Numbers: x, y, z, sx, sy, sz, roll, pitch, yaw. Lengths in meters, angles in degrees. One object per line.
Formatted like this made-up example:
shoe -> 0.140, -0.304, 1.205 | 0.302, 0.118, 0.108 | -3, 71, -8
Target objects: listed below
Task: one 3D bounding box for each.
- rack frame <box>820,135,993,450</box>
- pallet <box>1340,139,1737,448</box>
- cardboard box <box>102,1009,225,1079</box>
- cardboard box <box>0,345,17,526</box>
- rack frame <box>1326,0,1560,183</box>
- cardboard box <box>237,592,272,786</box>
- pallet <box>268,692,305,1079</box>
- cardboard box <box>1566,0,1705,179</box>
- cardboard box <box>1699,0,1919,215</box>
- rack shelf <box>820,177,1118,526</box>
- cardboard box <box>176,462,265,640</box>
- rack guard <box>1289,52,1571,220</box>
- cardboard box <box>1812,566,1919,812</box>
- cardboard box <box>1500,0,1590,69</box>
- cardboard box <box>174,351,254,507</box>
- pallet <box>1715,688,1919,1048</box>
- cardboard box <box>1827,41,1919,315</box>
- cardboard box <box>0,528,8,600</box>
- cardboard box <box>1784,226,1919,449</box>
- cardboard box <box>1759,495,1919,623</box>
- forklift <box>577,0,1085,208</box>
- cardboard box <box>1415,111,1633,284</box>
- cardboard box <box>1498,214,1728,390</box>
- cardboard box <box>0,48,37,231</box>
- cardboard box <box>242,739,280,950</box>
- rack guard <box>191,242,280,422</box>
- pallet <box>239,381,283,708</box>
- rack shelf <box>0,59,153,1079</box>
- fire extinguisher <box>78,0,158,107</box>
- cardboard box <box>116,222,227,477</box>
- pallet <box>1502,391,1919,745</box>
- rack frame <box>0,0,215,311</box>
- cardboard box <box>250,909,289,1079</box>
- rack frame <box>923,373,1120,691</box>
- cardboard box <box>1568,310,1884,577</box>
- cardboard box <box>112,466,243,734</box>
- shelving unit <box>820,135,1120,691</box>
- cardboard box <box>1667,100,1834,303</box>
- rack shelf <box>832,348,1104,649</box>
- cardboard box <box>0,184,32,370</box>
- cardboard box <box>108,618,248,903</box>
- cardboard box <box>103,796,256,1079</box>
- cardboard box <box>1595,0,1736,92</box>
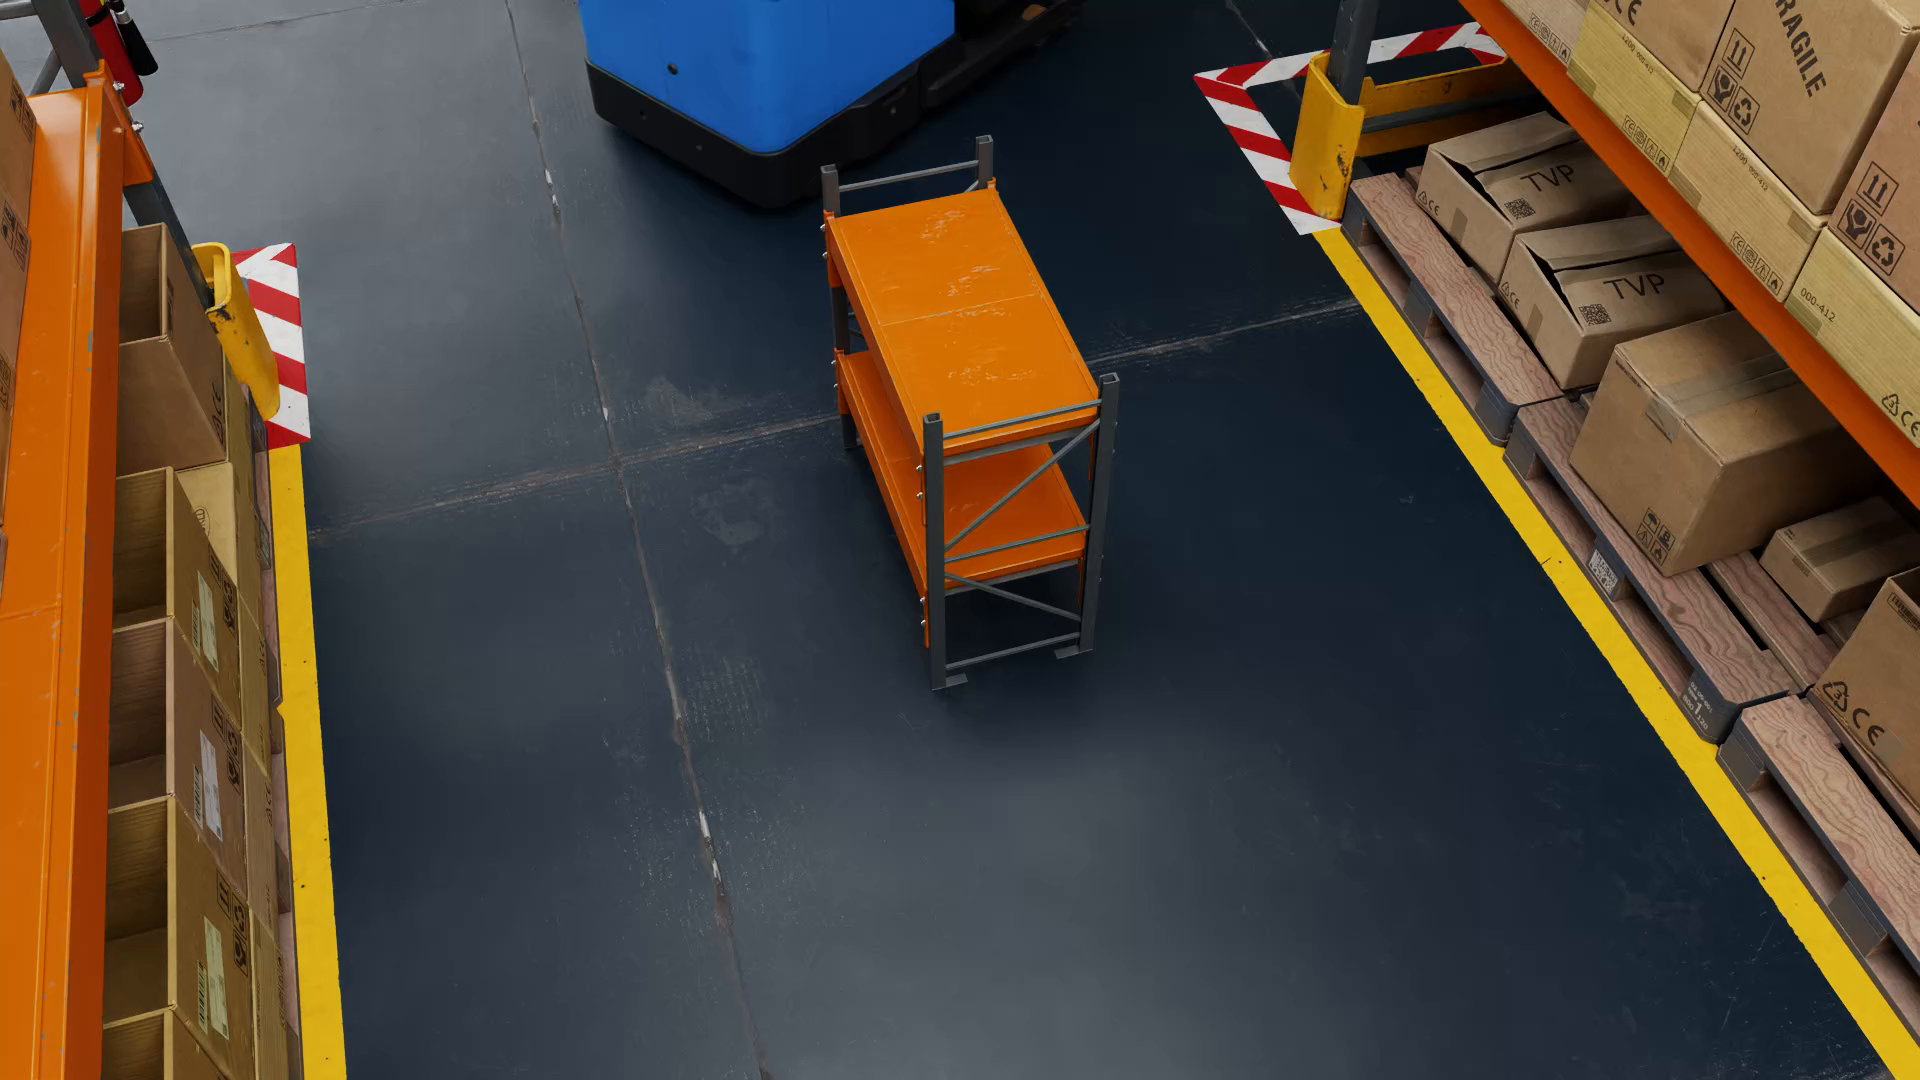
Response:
rack frame -> -0.148, -0.729, 5.129 | 0.500, 1.125, 0.032 | -13, 51, -11
pallet -> 2.072, -0.918, 5.886 | 1.003, 0.211, 1.213 | -13, 51, -11
cardboard box -> -1.698, 1.307, 3.220 | 0.500, 0.500, 0.500 | -13, 51, -11
cardboard box -> -2.461, -0.293, 3.470 | 0.700, 0.500, 0.500 | -13, 51, -11
rack frame -> 1.843, -2.474, 5.374 | 1.000, 3.000, 0.127 | -13, 51, -11
cardboard box -> -2.138, 0.452, 4.431 | 0.500, 0.250, 0.500 | -13, 51, -11
pallet -> -2.264, 0.986, 4.280 | 1.003, 0.211, 1.213 | -13, 51, -11
cardboard box -> 1.997, -1.254, 4.431 | 0.500, 0.250, 0.500 | -14, 51, -12
cardboard box -> 2.145, -1.141, 3.844 | 0.500, 0.500, 0.500 | -12, 51, -10
rack shelf -> 0.002, -0.546, 4.592 | 0.538, 0.278, 1.000 | -13, 51, -11
cardboard box -> -2.287, 0.087, 4.738 | 0.500, 0.250, 0.500 | -13, 51, -11
rack guard -> 1.866, -1.613, 6.283 | 1.175, 0.500, 0.348 | -13, 51, -11
cardboard box -> 2.681, 0.363, 4.330 | 0.500, 0.500, 0.500 | -17, 52, -14
cardboard box -> 1.852, -1.628, 4.745 | 0.500, 0.250, 0.500 | -15, 51, -12
cardboard box -> -2.447, -0.275, 5.044 | 0.500, 0.250, 0.500 | -13, 51, -11
pallet -> 2.794, 0.864, 4.384 | 1.003, 0.211, 1.213 | -13, 51, -11
cardboard box -> 2.299, -0.761, 3.524 | 0.500, 0.500, 0.500 | -15, 51, -12
cardboard box -> -2.301, 0.091, 3.146 | 0.700, 0.500, 0.500 | -12, 51, -10
cardboard box -> 2.294, -0.517, 3.809 | 0.500, 0.250, 0.500 | -14, 51, -11
cardboard box -> 2.572, 0.052, 4.821 | 0.380, 0.149, 0.250 | -17, 52, -14
forklift -> -0.122, -3.246, 6.069 | 1.130, 2.935, 3.031 | 33, 57, 24
cardboard box -> 1.962, -1.223, 5.790 | 0.500, 0.311, 0.500 | -19, 52, -15
cardboard box -> 2.131, -0.807, 5.439 | 0.500, 0.311, 0.500 | -10, 51, -8
cardboard box -> -2.762, -1.039, 4.099 | 0.700, 0.500, 0.500 | -13, 51, -11
cardboard box -> -1.992, 0.818, 4.123 | 0.500, 0.250, 0.500 | -13, 51, -11
rack guard -> -2.895, -0.563, 5.398 | 1.175, 0.500, 0.348 | -13, 51, -11
pallet -> -2.621, 0.097, 5.030 | 1.003, 0.211, 1.213 | -13, 51, -11
rack shelf -> -2.296, 0.342, 3.471 | 1.077, 0.370, 4.000 | -13, 51, -11
fire extinguisher -> -2.479, -1.517, 4.618 | 0.296, 0.674, 0.183 | -13, 51, -11
cardboard box -> -2.445, -0.517, 4.758 | 0.500, 0.500, 0.500 | -13, 51, -11
pallet -> 2.429, -0.029, 5.136 | 1.003, 0.211, 1.213 | -13, 51, -11
rack frame -> -2.888, -1.351, 4.427 | 1.000, 3.000, 0.127 | -13, 51, -11
cardboard box -> -1.838, 1.181, 3.816 | 0.500, 0.250, 0.500 | -13, 51, -11
rack frame -> 0.152, 0.014, 4.503 | 0.500, 1.125, 0.032 | -13, 51, -11
cardboard box -> 2.300, -0.321, 4.906 | 0.700, 0.500, 0.500 | -16, 52, -13
cardboard box -> -2.135, 0.210, 4.145 | 0.500, 0.500, 0.500 | -13, 51, -11
shelving unit -> 0.002, -0.358, 4.816 | 0.538, 1.125, 1.048 | -13, 51, -11
cardboard box -> 2.144, -0.885, 4.119 | 0.500, 0.250, 0.500 | -13, 51, -11
rack shelf -> 0.002, -0.200, 5.003 | 0.538, 0.278, 1.000 | -13, 51, -11
cardboard box -> -2.602, -0.657, 3.777 | 0.700, 0.500, 0.500 | -12, 51, -10
cardboard box -> -1.988, 0.575, 3.837 | 0.500, 0.500, 0.500 | -13, 51, -11
cardboard box -> -1.839, 0.940, 3.529 | 0.500, 0.500, 0.500 | -13, 51, -11
cardboard box -> 1.981, -1.515, 4.160 | 0.500, 0.500, 0.500 | -15, 51, -12
